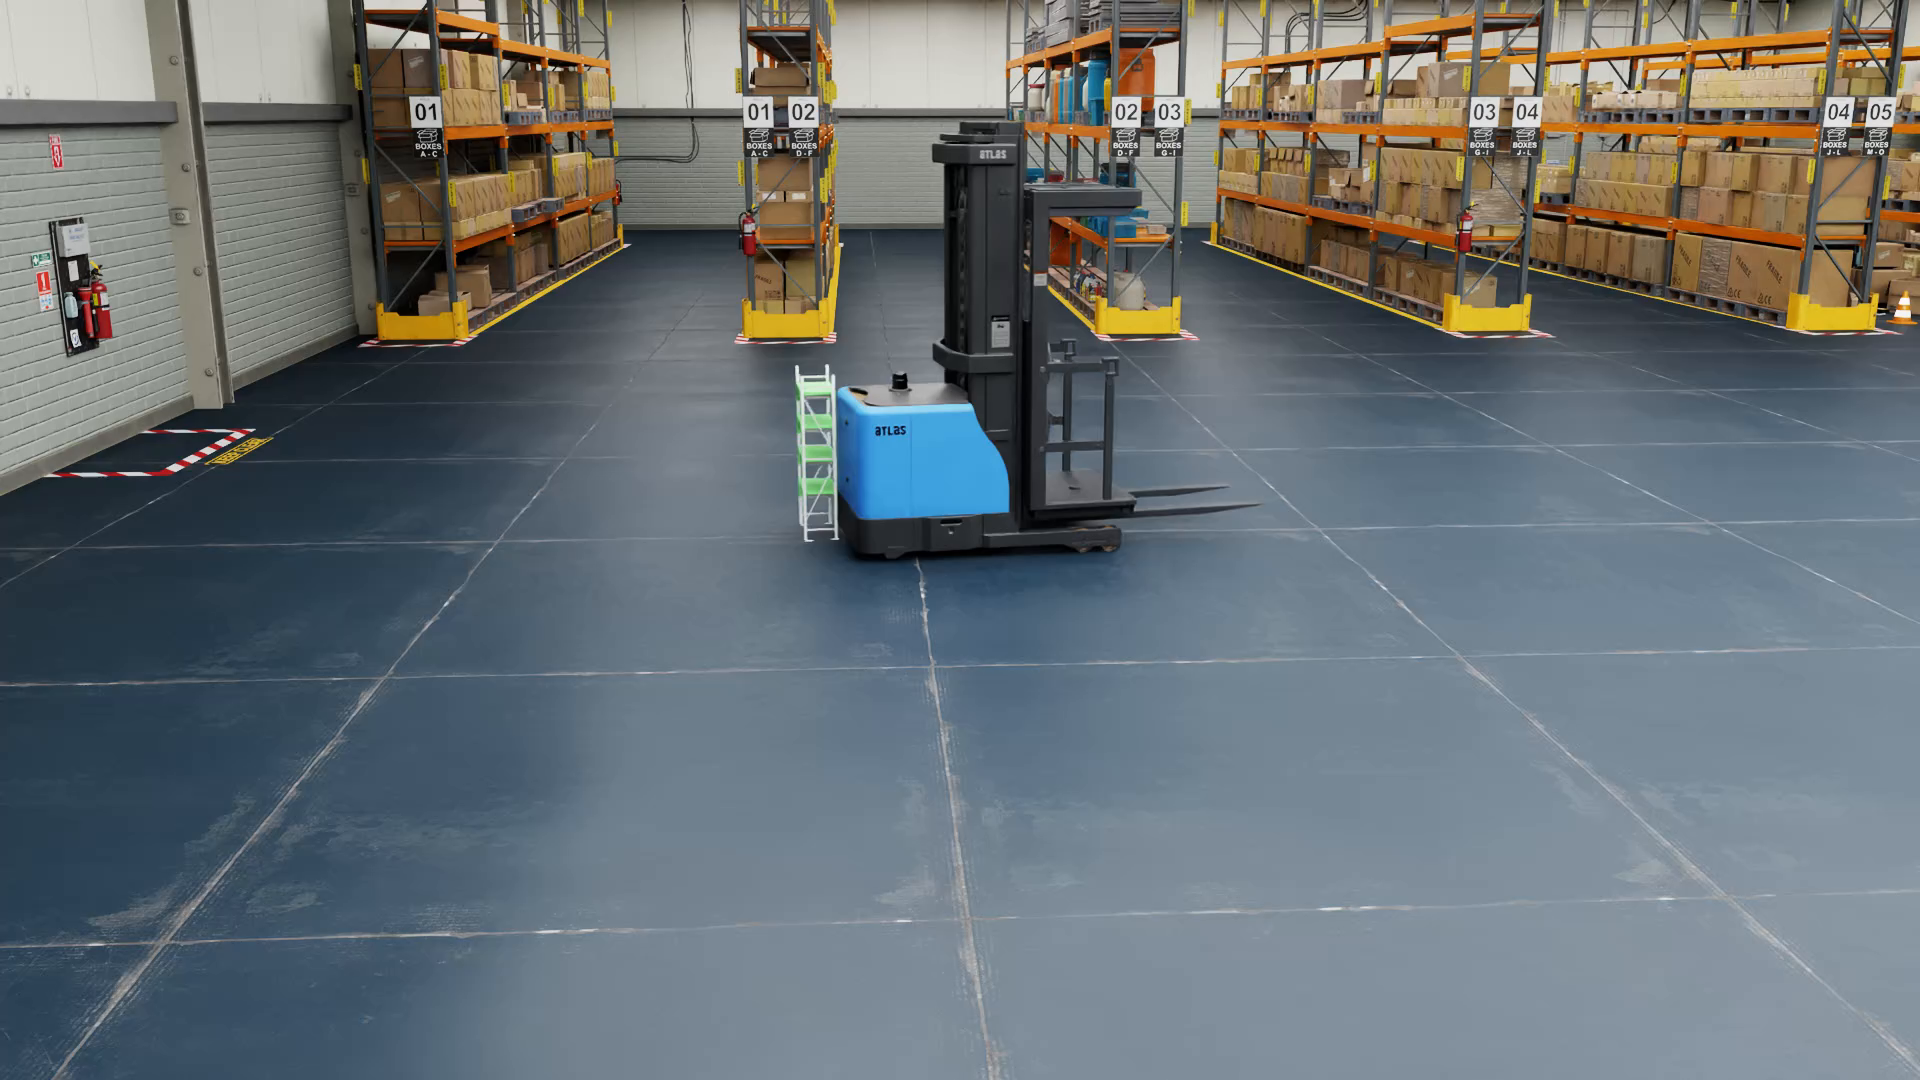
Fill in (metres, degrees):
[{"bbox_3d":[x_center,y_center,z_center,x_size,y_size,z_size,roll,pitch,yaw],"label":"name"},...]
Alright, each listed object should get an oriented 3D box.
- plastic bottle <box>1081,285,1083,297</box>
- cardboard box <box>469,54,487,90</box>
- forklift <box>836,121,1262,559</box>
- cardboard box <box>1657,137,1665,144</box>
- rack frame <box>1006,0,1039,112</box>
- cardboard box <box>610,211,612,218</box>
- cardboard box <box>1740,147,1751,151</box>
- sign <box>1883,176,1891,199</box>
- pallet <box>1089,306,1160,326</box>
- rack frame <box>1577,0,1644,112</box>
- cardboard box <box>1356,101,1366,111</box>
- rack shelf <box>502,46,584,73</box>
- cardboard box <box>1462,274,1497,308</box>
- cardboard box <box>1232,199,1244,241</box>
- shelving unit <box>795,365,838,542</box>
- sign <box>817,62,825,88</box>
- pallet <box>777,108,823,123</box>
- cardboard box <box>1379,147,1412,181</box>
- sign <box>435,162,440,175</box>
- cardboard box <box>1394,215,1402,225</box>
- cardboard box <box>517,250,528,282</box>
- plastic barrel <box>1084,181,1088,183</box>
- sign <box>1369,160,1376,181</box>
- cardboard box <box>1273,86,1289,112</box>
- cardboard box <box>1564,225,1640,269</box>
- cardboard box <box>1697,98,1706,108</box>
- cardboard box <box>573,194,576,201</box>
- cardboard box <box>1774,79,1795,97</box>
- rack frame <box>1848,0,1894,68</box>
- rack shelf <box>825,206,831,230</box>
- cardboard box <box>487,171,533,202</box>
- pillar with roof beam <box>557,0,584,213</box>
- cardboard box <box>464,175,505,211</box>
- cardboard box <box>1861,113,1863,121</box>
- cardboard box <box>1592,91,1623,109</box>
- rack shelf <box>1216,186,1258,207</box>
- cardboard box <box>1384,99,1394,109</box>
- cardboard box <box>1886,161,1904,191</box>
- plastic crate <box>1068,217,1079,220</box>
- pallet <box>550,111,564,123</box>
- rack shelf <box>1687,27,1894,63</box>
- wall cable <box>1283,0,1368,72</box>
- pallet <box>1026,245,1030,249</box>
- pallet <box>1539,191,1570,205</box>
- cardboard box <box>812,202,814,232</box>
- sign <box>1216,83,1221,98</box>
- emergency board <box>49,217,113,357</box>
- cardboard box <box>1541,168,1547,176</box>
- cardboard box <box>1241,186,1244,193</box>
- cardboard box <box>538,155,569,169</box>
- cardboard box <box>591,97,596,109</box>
[{"bbox_3d":[1.936,-3.885,25.837,0.097,0.201,0.097,0,14,0],"label":"plastic bottle"},{"bbox_3d":[-7.205,-6.807,24.197,0.500,0.500,0.500,-1,14,-5],"label":"cardboard box"},{"bbox_3d":[0.664,-1.462,11.828,3.031,2.935,1.130,-3,15,-13],"label":"forklift"},{"bbox_3d":[16.154,-9.124,37.959,0.380,0.149,0.250,-1,14,-5],"label":"cardboard box"},{"bbox_3d":[1.551,-11.241,37.658,1.000,3.000,0.127,-1,14,-3],"label":"rack frame"},{"bbox_3d":[-8.004,-7.288,37.205,0.380,0.149,0.250,-1,14,-4],"label":"cardboard box"},{"bbox_3d":[16.432,-7.863,34.361,0.500,0.500,0.500,-1,14,-4],"label":"cardboard box"},{"bbox_3d":[12.996,-4.949,23.346,0.100,0.325,0.005,-1,14,-3],"label":"sign"},{"bbox_3d":[2.445,-3.227,24.143,1.003,0.211,1.213,-1,14,-3],"label":"pallet"},{"bbox_3d":[11.947,-9.380,30.422,1.000,3.000,0.127,-1,14,-3],"label":"rack frame"},{"bbox_3d":[7.022,-7.436,28.512,0.380,0.166,0.250,-1,14,-5],"label":"cardboard box"},{"bbox_3d":[-7.966,-9.054,31.403,1.077,0.370,4.000,-1,14,-3],"label":"rack shelf"},{"bbox_3d":[7.463,-3.582,24.100,0.500,0.500,0.500,2,15,7],"label":"cardboard box"},{"bbox_3d":[6.670,-7.203,37.421,0.875,0.875,0.875,-1,14,-3],"label":"cardboard box"},{"bbox_3d":[-1.043,-0.636,12.090,0.258,1.200,0.503,-2,15,-9],"label":"shelving unit"},{"bbox_3d":[-1.848,-6.203,22.181,0.100,0.325,0.005,-1,14,-3],"label":"sign"},{"bbox_3d":[-2.499,-6.171,24.150,1.003,0.211,1.213,-1,14,-3],"label":"pallet"},{"bbox_3d":[7.012,-5.989,26.479,0.500,0.500,0.500,-1,14,-3],"label":"cardboard box"},{"bbox_3d":[-8.148,-5.750,26.030,0.100,0.325,0.005,-1,14,-3],"label":"sign"},{"bbox_3d":[6.996,-4.999,25.941,0.380,0.149,0.250,-1,14,-3],"label":"cardboard box"},{"bbox_3d":[-7.729,-4.639,28.171,0.700,0.500,0.500,-1,14,-3],"label":"cardboard box"},{"bbox_3d":[2.323,-6.148,29.677,0.421,0.512,0.421,0,14,0],"label":"plastic barrel"},{"bbox_3d":[6.684,-5.979,26.922,0.100,0.325,0.005,-1,14,-3],"label":"sign"},{"bbox_3d":[6.788,-8.978,33.837,0.700,0.500,0.500,-1,14,-2],"label":"cardboard box"},{"bbox_3d":[11.894,-5.435,30.803,1.050,0.750,0.750,-1,14,-4],"label":"cardboard box"},{"bbox_3d":[11.896,-6.902,26.273,0.380,0.149,0.250,-1,14,-3],"label":"cardboard box"},{"bbox_3d":[-7.752,-6.742,32.676,0.380,0.149,0.250,-1,14,-3],"label":"cardboard box"},{"bbox_3d":[12.103,-6.502,23.920,0.500,0.250,0.500,-1,14,-3],"label":"cardboard box"},{"bbox_3d":[21.339,-11.548,38.851,1.000,3.000,0.127,-1,14,-3],"label":"rack frame"},{"bbox_3d":[-2.774,-5.425,28.535,1.077,0.370,4.000,-1,14,-3],"label":"rack shelf"},{"bbox_3d":[-7.703,-6.029,28.354,0.700,0.500,0.500,-1,14,-3],"label":"cardboard box"},{"bbox_3d":[-5.071,-11.813,39.879,9.100,9.000,0.400,-1,14,-3],"label":"pillar with roof beam"},{"bbox_3d":[-7.219,-5.262,25.214,0.500,0.500,0.500,-1,14,-4],"label":"cardboard box"},{"bbox_3d":[16.746,-7.819,30.646,0.396,0.266,0.258,-1,14,-3],"label":"cardboard box"},{"bbox_3d":[11.772,-7.952,30.029,0.500,0.311,0.500,-1,14,-3],"label":"cardboard box"},{"bbox_3d":[6.618,-7.567,36.859,1.077,0.370,4.000,-1,14,-3],"label":"rack shelf"},{"bbox_3d":[6.950,-6.916,26.366,0.380,0.149,0.250,-1,14,-5],"label":"cardboard box"},{"bbox_3d":[16.780,-6.470,29.513,0.500,0.500,0.500,-1,14,-6],"label":"cardboard box"},{"bbox_3d":[1.959,-5.498,27.248,0.402,0.464,0.583,-1,14,-3],"label":"plastic crate"},{"bbox_3d":[-7.934,-7.714,30.347,1.213,0.211,1.003,0,14,-1],"label":"pallet"},{"bbox_3d":[12.318,-7.345,24.762,1.077,0.370,4.000,-1,14,-3],"label":"rack shelf"},{"bbox_3d":[9.584,-14.335,43.226,2.277,5.999,0.120,-1,14,-3],"label":"wall cable"},{"bbox_3d":[1.714,-6.173,35.595,1.003,0.211,1.213,-1,14,-3],"label":"pallet"},{"bbox_3d":[11.796,-6.557,31.876,1.213,0.211,1.003,-1,14,-3],"label":"pallet"},{"bbox_3d":[-2.481,-4.700,24.073,0.700,0.500,0.500,-1,14,-3],"label":"cardboard box"},{"bbox_3d":[5.940,-10.320,38.182,0.100,0.325,0.005,-1,14,-3],"label":"sign"},{"bbox_3d":[-7.766,-2.257,14.779,0.194,1.169,0.643,-1,14,-3],"label":"emergency board"},{"bbox_3d":[11.429,-7.087,32.017,0.380,0.149,0.250,0,14,-2],"label":"cardboard box"},{"bbox_3d":[6.332,-7.623,36.137,0.380,0.149,0.250,-1,14,-2],"label":"cardboard box"},{"bbox_3d":[-7.681,-7.134,31.389,0.500,0.250,0.500,-1,14,-3],"label":"cardboard box"},{"bbox_3d":[-7.886,-9.123,34.701,0.500,0.250,0.500,-1,14,-5],"label":"cardboard box"}]
